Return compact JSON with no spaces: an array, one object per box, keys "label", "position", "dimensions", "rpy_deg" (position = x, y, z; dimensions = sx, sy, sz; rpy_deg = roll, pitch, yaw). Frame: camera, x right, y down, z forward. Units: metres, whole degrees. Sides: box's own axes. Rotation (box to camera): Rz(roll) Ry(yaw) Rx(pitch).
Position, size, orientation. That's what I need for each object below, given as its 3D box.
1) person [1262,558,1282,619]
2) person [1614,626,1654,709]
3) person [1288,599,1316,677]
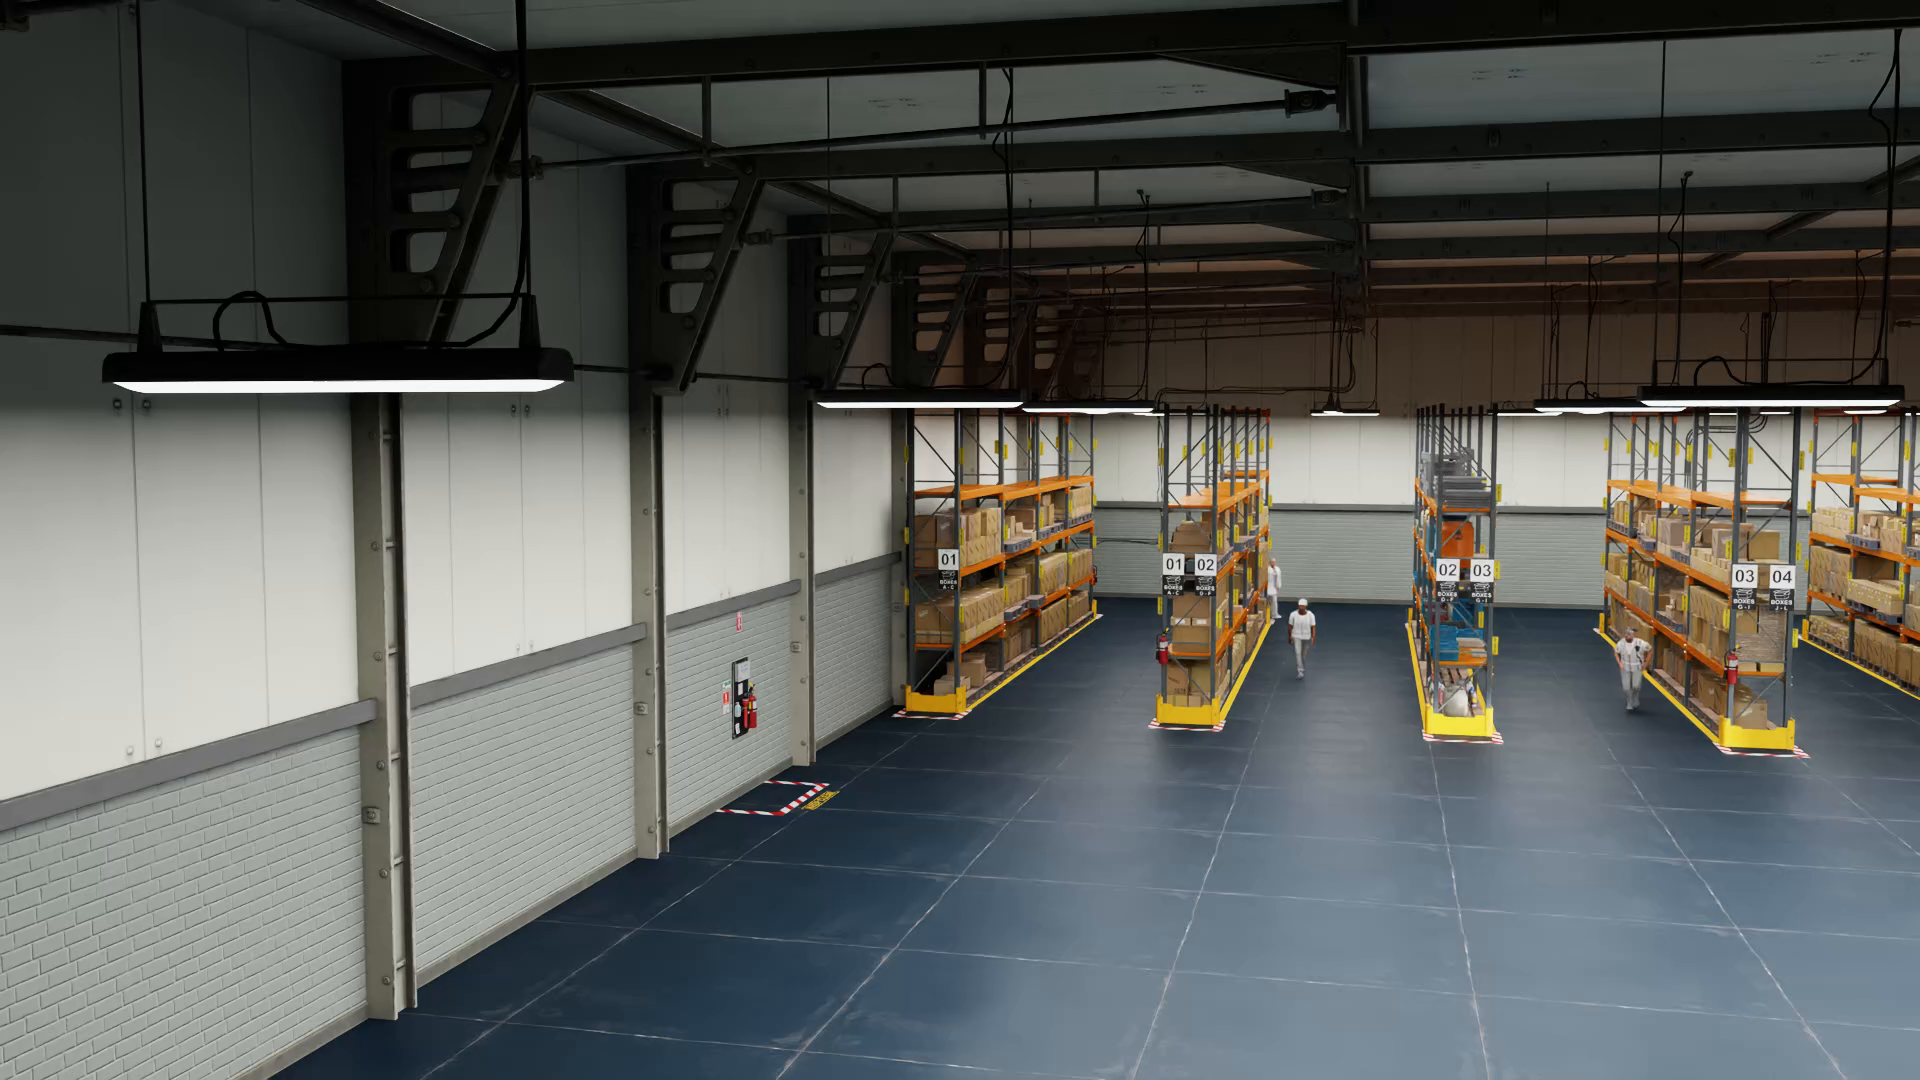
[{"label":"person","position":[8.914,1.368,47.849],"dimensions":[0.561,1.732,1.075],"rpy_deg":[-4,6,-43]},{"label":"person","position":[13.246,2.506,32.689],"dimensions":[0.717,1.684,0.704],"rpy_deg":[2,5,26]},{"label":"person","position":[7.612,2.154,36.948],"dimensions":[0.556,1.699,1.113],"rpy_deg":[0,4,-2]}]
